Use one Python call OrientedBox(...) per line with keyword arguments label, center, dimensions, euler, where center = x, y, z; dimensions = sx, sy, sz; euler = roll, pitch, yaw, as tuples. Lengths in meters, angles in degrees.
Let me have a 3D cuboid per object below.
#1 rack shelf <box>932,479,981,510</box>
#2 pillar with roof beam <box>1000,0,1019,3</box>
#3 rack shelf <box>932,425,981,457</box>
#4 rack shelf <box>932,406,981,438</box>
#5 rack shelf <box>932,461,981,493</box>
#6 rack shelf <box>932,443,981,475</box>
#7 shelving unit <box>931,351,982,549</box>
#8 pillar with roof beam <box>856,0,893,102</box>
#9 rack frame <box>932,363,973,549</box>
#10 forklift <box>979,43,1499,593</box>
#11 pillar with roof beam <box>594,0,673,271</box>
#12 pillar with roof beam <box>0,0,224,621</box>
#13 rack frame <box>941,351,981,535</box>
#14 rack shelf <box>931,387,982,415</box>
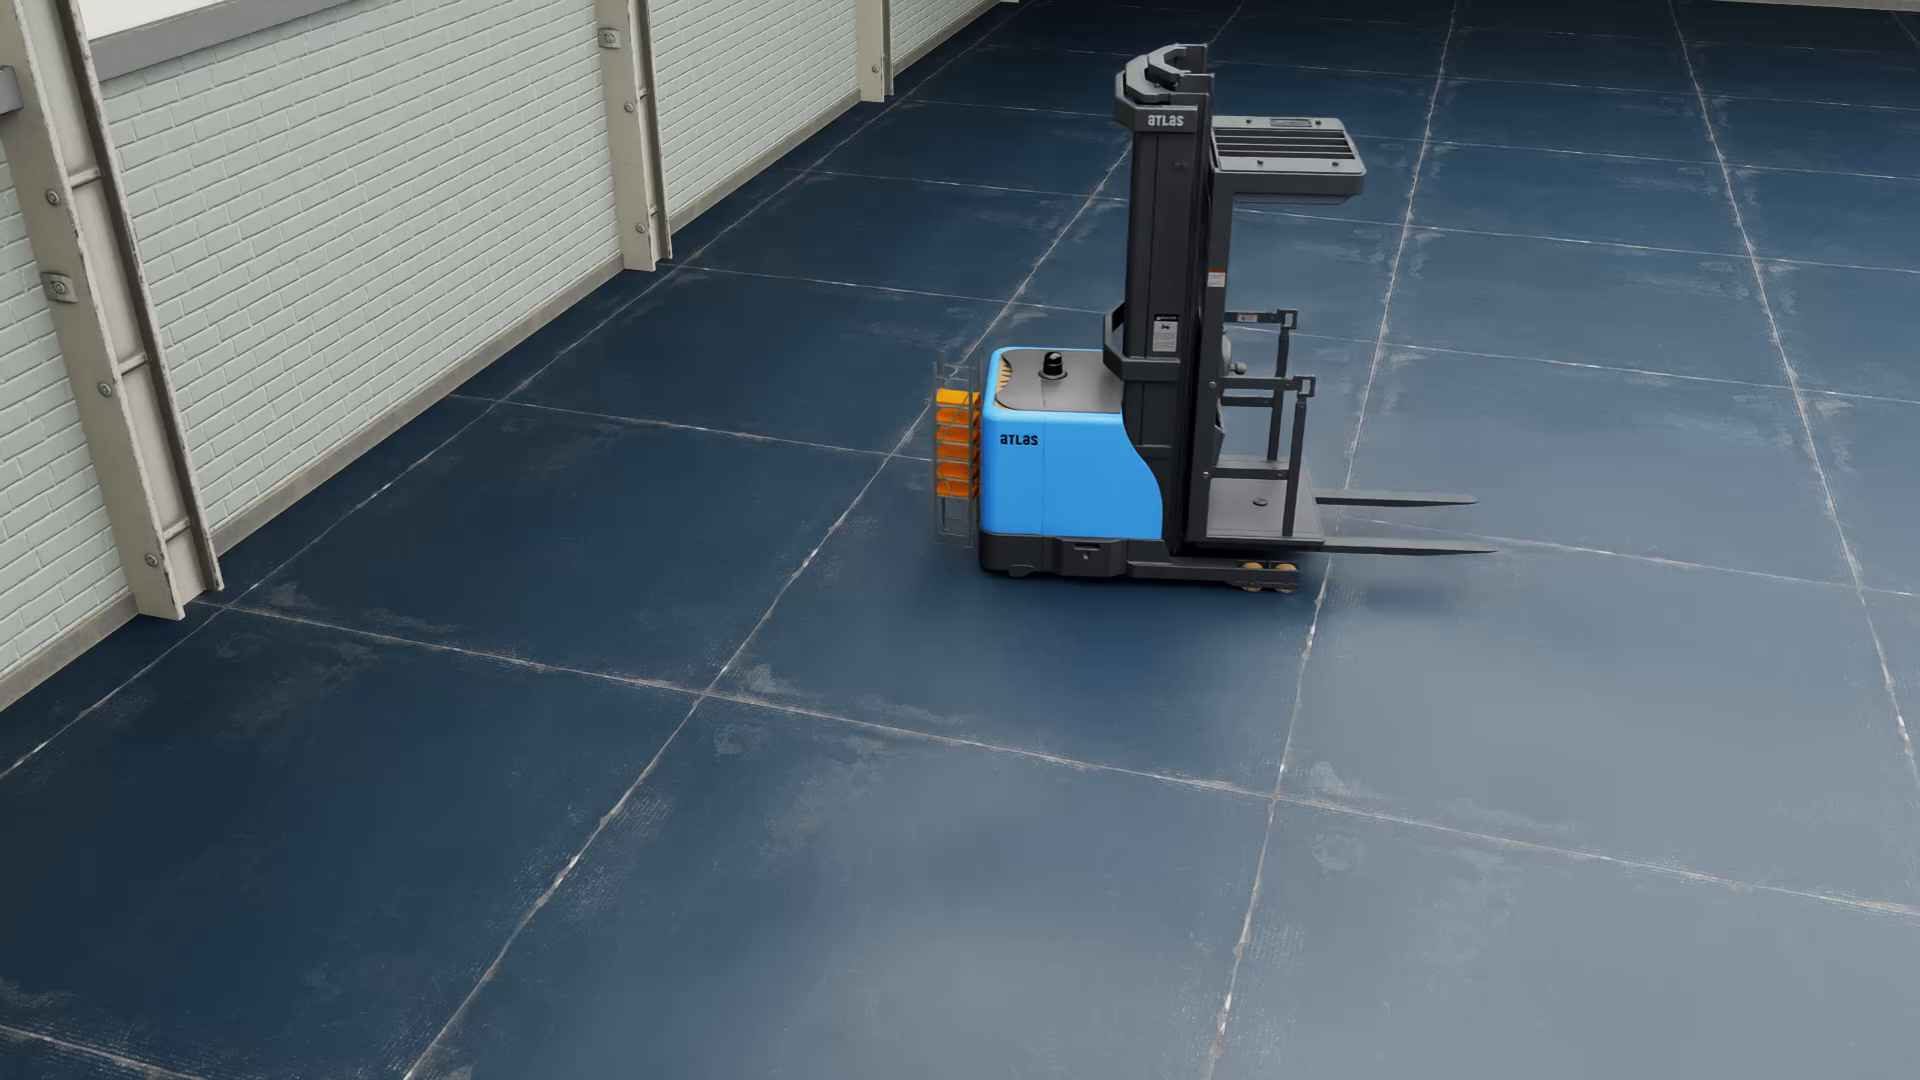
OrientedBox(label="rack shelf", center=(-0.020, -0.281, 10.106), dimensions=(0.258, 0.103, 0.180), euler=(7, 30, 13))
OrientedBox(label="pillar with roof beam", center=(4.881, -11.340, 21.379), dimensions=(9.100, 9.000, 0.400), euler=(8, 30, 15))
OrientedBox(label="rack shelf", center=(-0.020, -0.595, 9.931), dimensions=(0.258, 0.103, 0.180), euler=(7, 30, 13))
OrientedBox(label="rack shelf", center=(-0.020, -0.700, 9.872), dimensions=(0.258, 0.103, 0.180), euler=(7, 30, 13))
OrientedBox(label="rack shelf", center=(-0.020, -0.386, 10.047), dimensions=(0.258, 0.103, 0.180), euler=(7, 30, 13))
OrientedBox(label="rack shelf", center=(-0.020, -0.491, 9.989), dimensions=(0.258, 0.103, 0.180), euler=(7, 30, 13))
OrientedBox(label="shelving unit", center=(-0.020, -0.529, 9.967), dimensions=(0.258, 1.200, 0.189), euler=(7, 30, 13))
OrientedBox(label="pillar with roof beam", center=(3.120, -8.552, 16.366), dimensions=(9.100, 9.000, 0.400), euler=(8, 30, 15))
OrientedBox(label="rack frame", center=(-0.043, -0.486, 9.890), dimensions=(0.240, 1.200, 0.006), euler=(7, 30, 13))
OrientedBox(label="forklift", center=(1.654, -1.243, 9.469), dimensions=(3.031, 2.935, 1.130), euler=(2, 29, 4))
OrientedBox(label="pillar with roof beam", center=(1.359, -5.764, 11.354), dimensions=(9.100, 9.000, 0.400), euler=(8, 30, 15))
OrientedBox(label="pillar with roof beam", center=(-0.402, -2.975, 6.342), dimensions=(9.100, 9.000, 0.400), euler=(8, 30, 15))
OrientedBox(label="rack frame", center=(0.004, -0.572, 10.045), dimensions=(0.240, 1.200, 0.006), euler=(7, 30, 13))
OrientedBox(label="rack shelf", center=(-0.020, -0.805, 9.814), dimensions=(0.258, 0.103, 0.180), euler=(7, 30, 13))
